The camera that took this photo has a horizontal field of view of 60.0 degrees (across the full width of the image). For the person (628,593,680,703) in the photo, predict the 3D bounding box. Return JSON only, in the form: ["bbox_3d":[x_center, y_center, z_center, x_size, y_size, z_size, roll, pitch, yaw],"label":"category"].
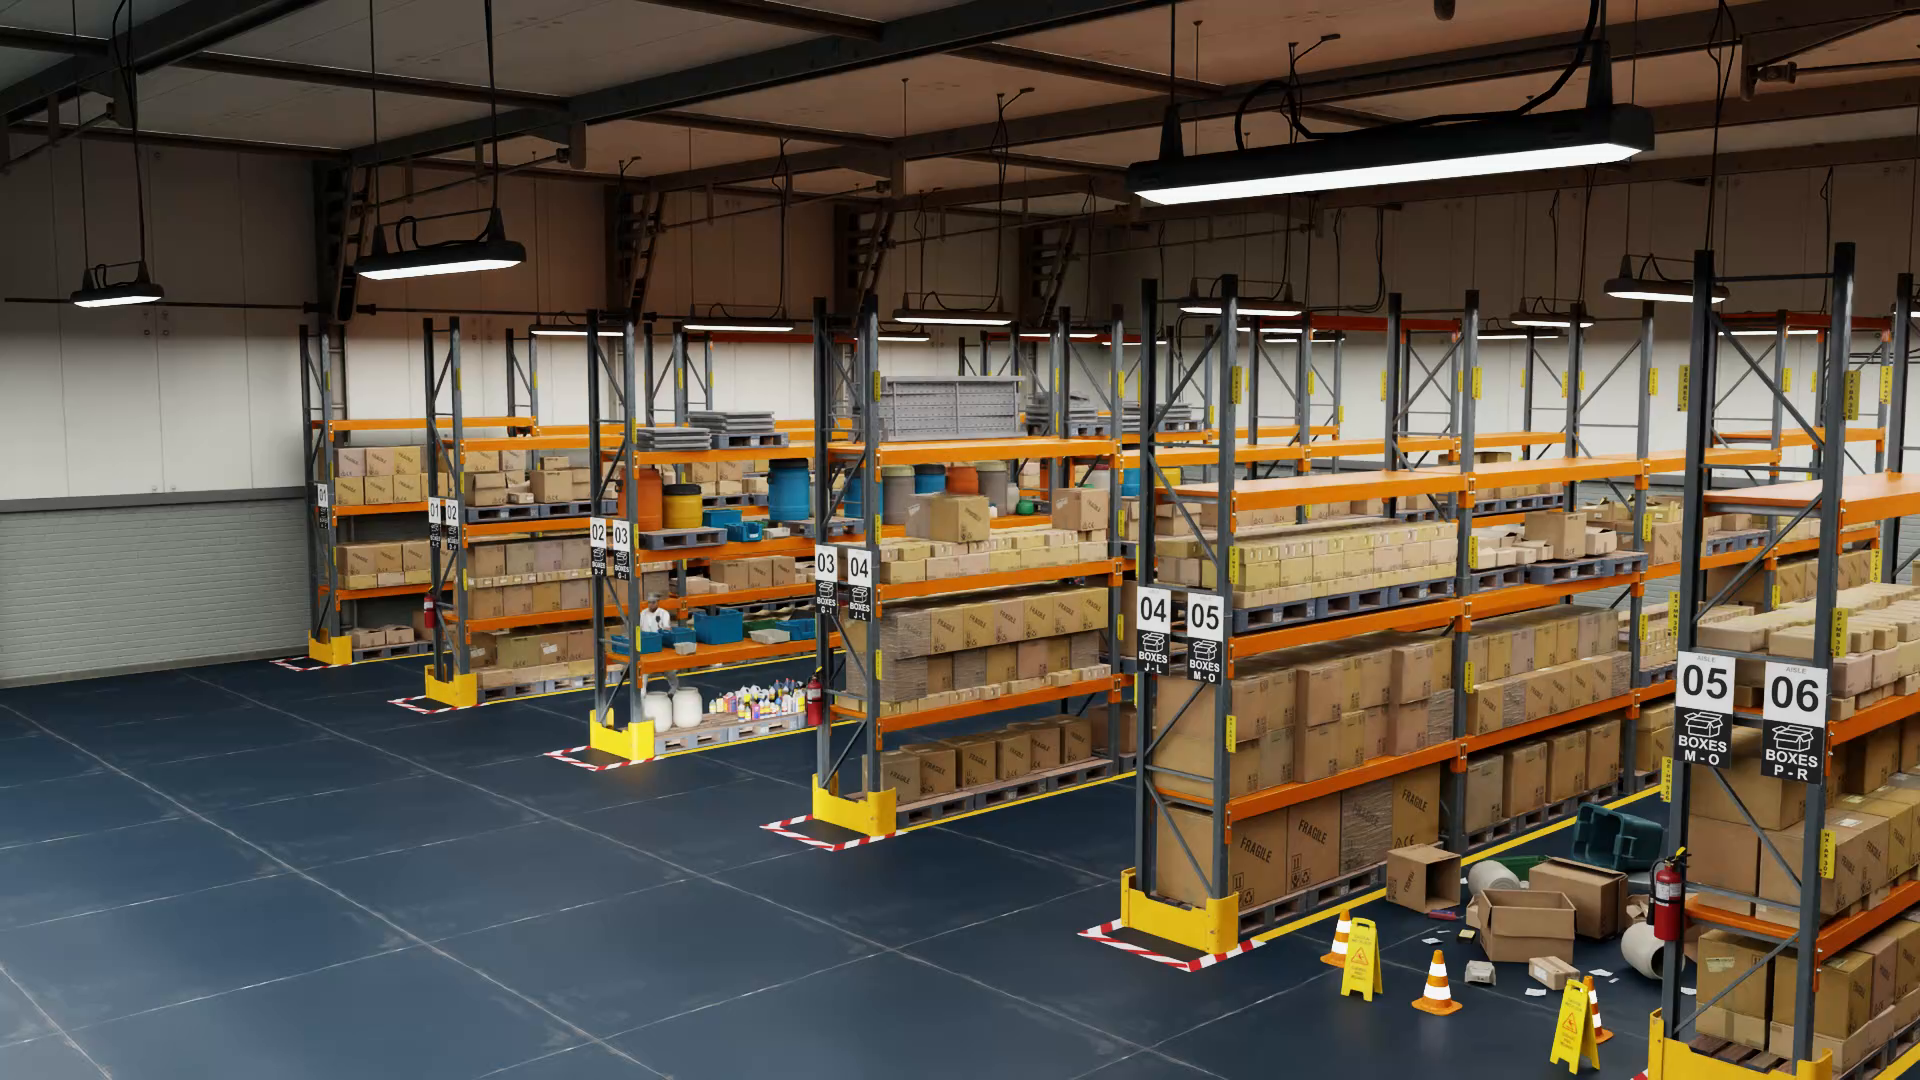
[{"bbox_3d":[-4.797,1.659,26.082,0.605,1.694,1.125,2,6,20],"label":"person"}]
